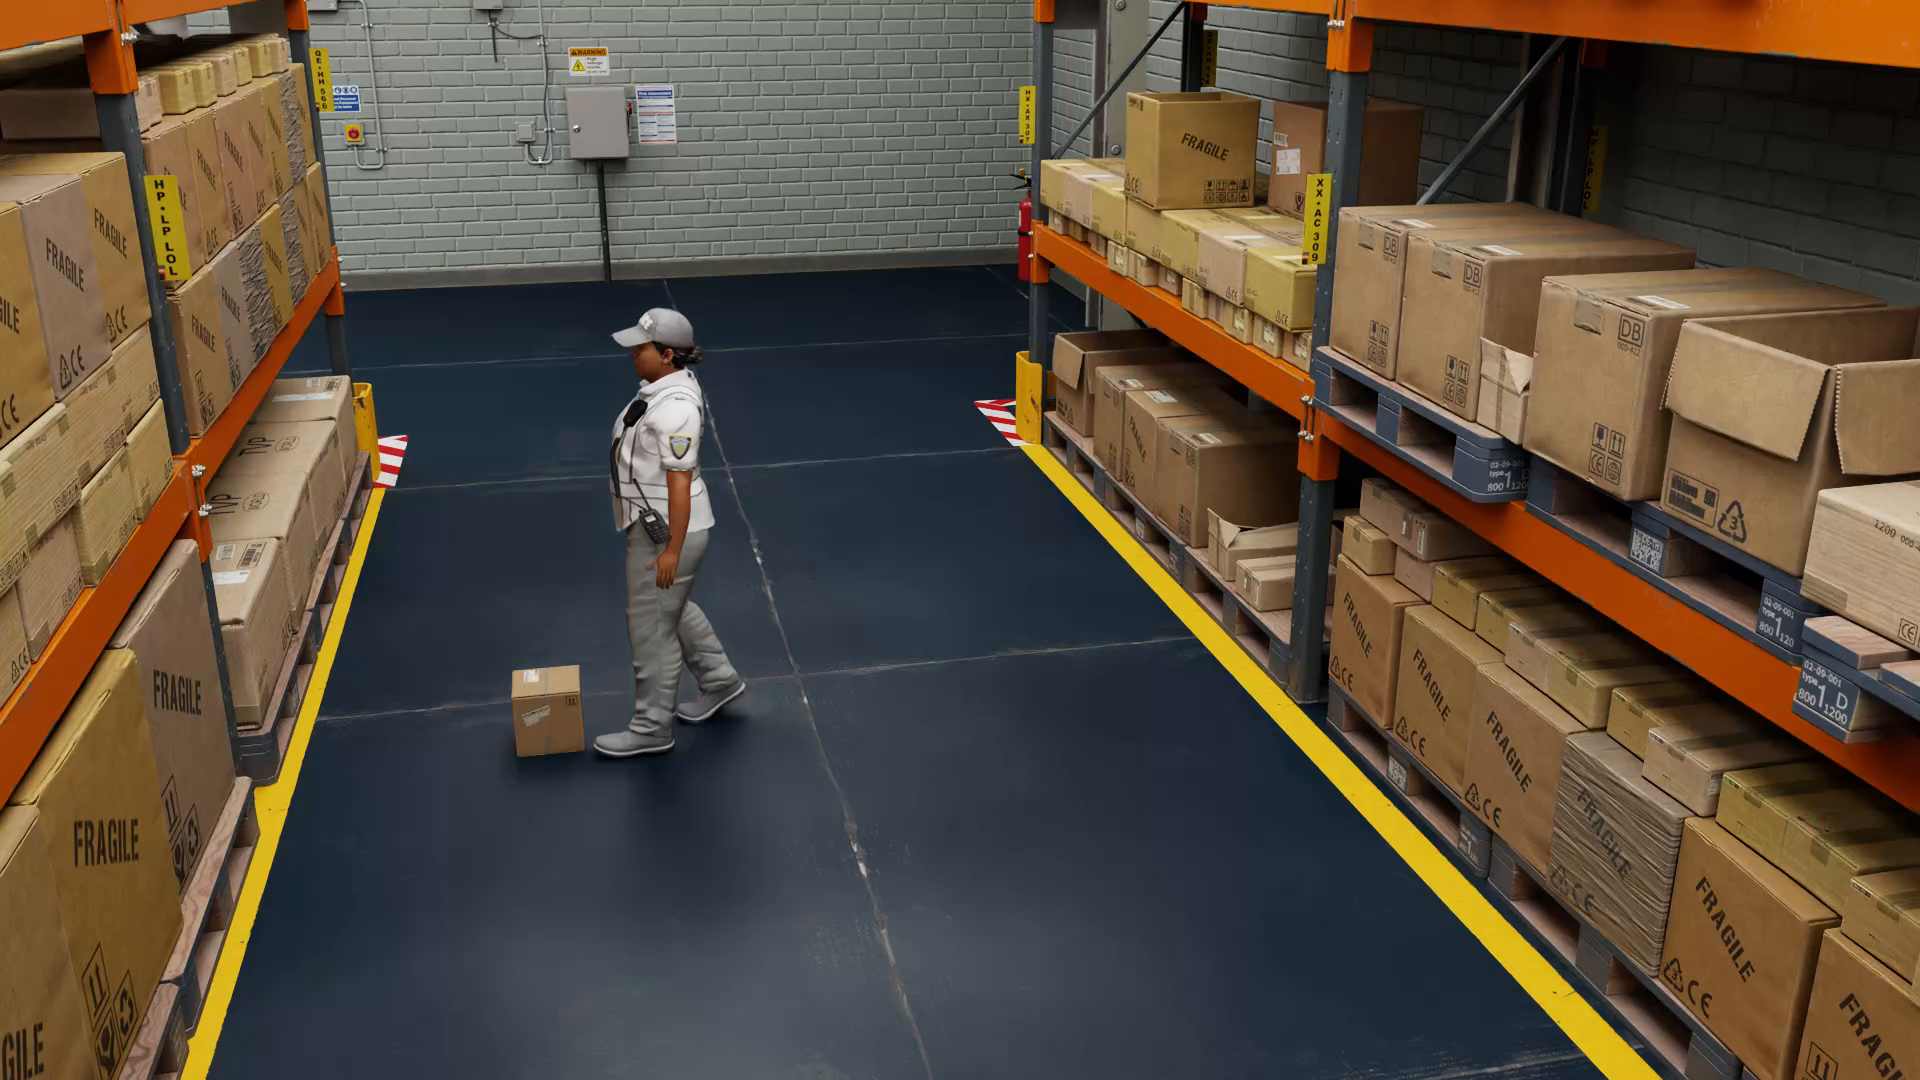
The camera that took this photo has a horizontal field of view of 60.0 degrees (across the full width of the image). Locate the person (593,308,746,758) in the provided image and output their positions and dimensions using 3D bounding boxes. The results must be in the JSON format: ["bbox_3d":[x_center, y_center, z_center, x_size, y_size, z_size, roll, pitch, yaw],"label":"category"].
[{"bbox_3d":[-1.108,-0.029,6.145,0.597,1.671,0.491,-4,20,-10],"label":"person"}]
